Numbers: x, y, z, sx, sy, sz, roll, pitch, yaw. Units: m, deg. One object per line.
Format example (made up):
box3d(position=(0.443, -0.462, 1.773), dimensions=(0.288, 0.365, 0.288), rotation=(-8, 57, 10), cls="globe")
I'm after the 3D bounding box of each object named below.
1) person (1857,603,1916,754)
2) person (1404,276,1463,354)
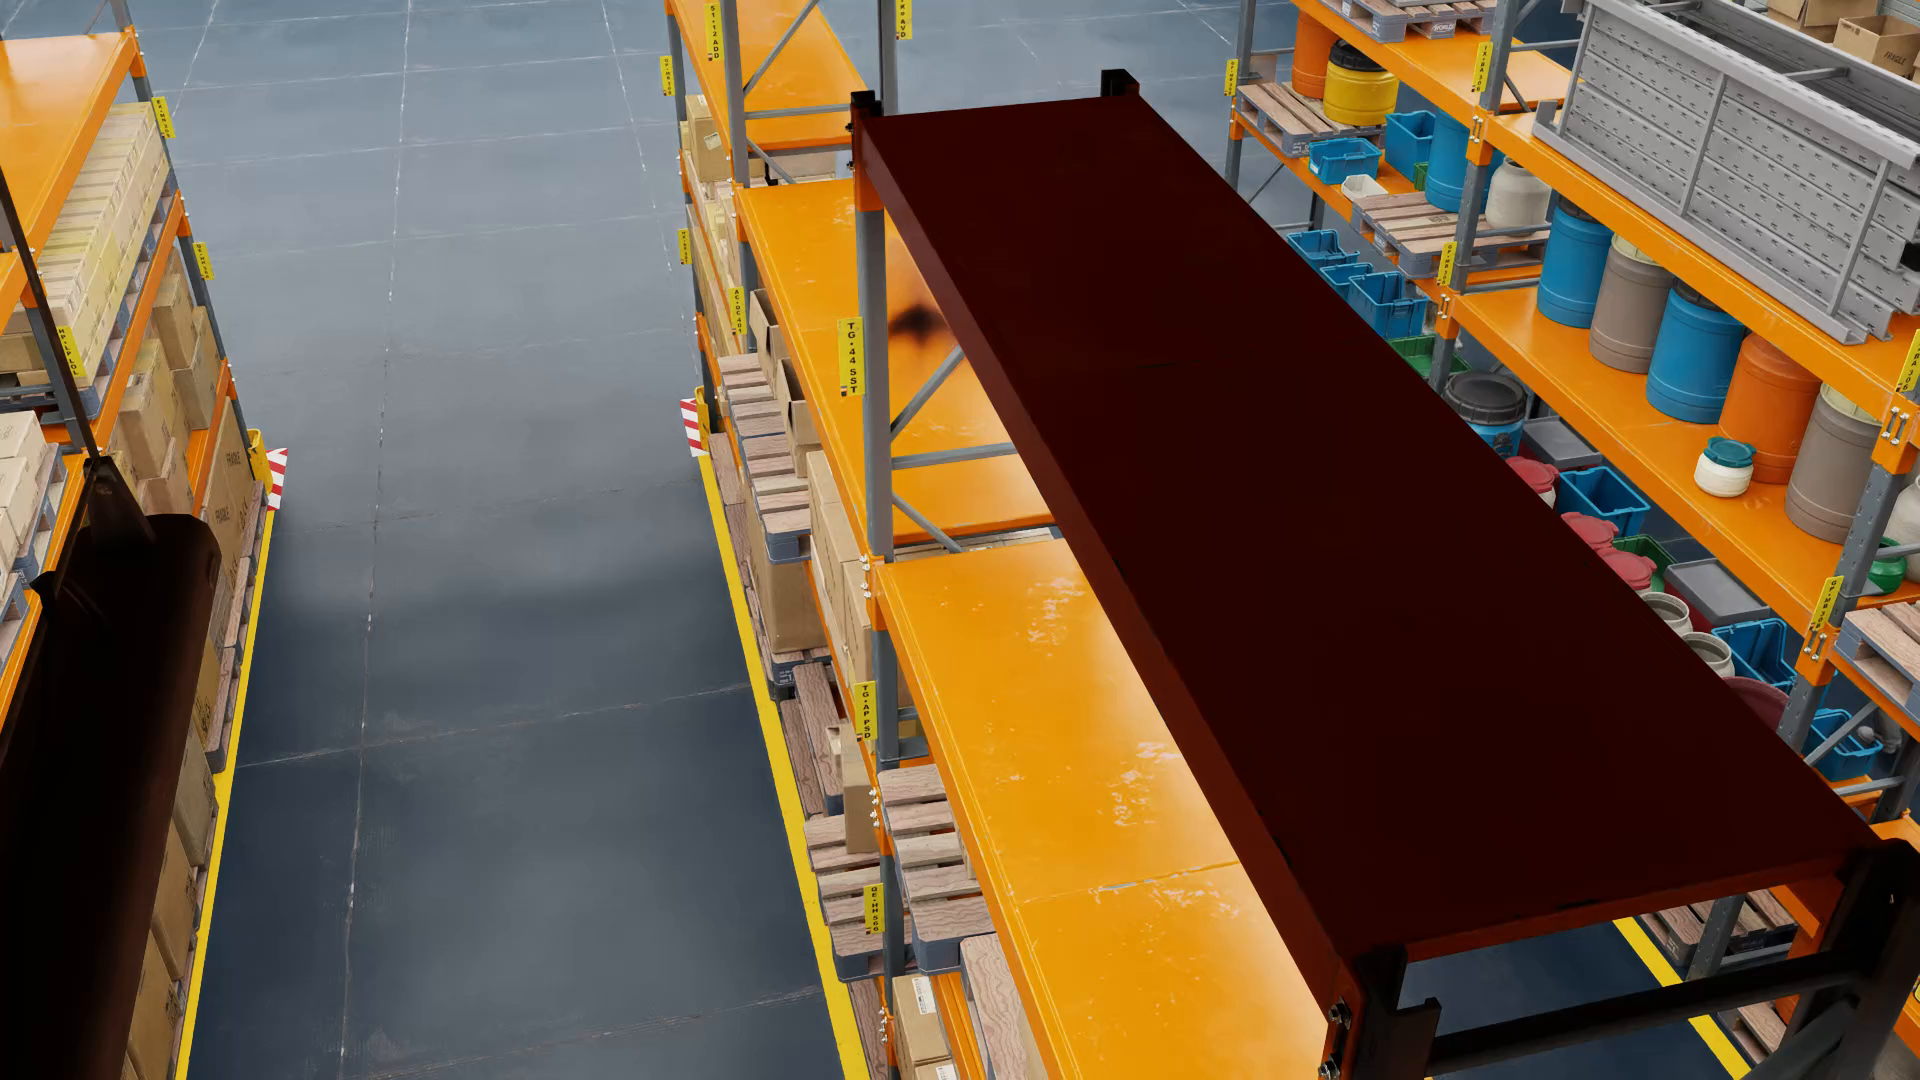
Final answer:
box3d(position=(6.604, 0.743, 11.493), dimensions=(0.664, 1.730, 0.578), rotation=(-16, 38, -22), cls="person")
box3d(position=(4.590, -2.457, 16.165), dimensions=(0.721, 1.711, 0.543), rotation=(-18, 38, -24), cls="person")
